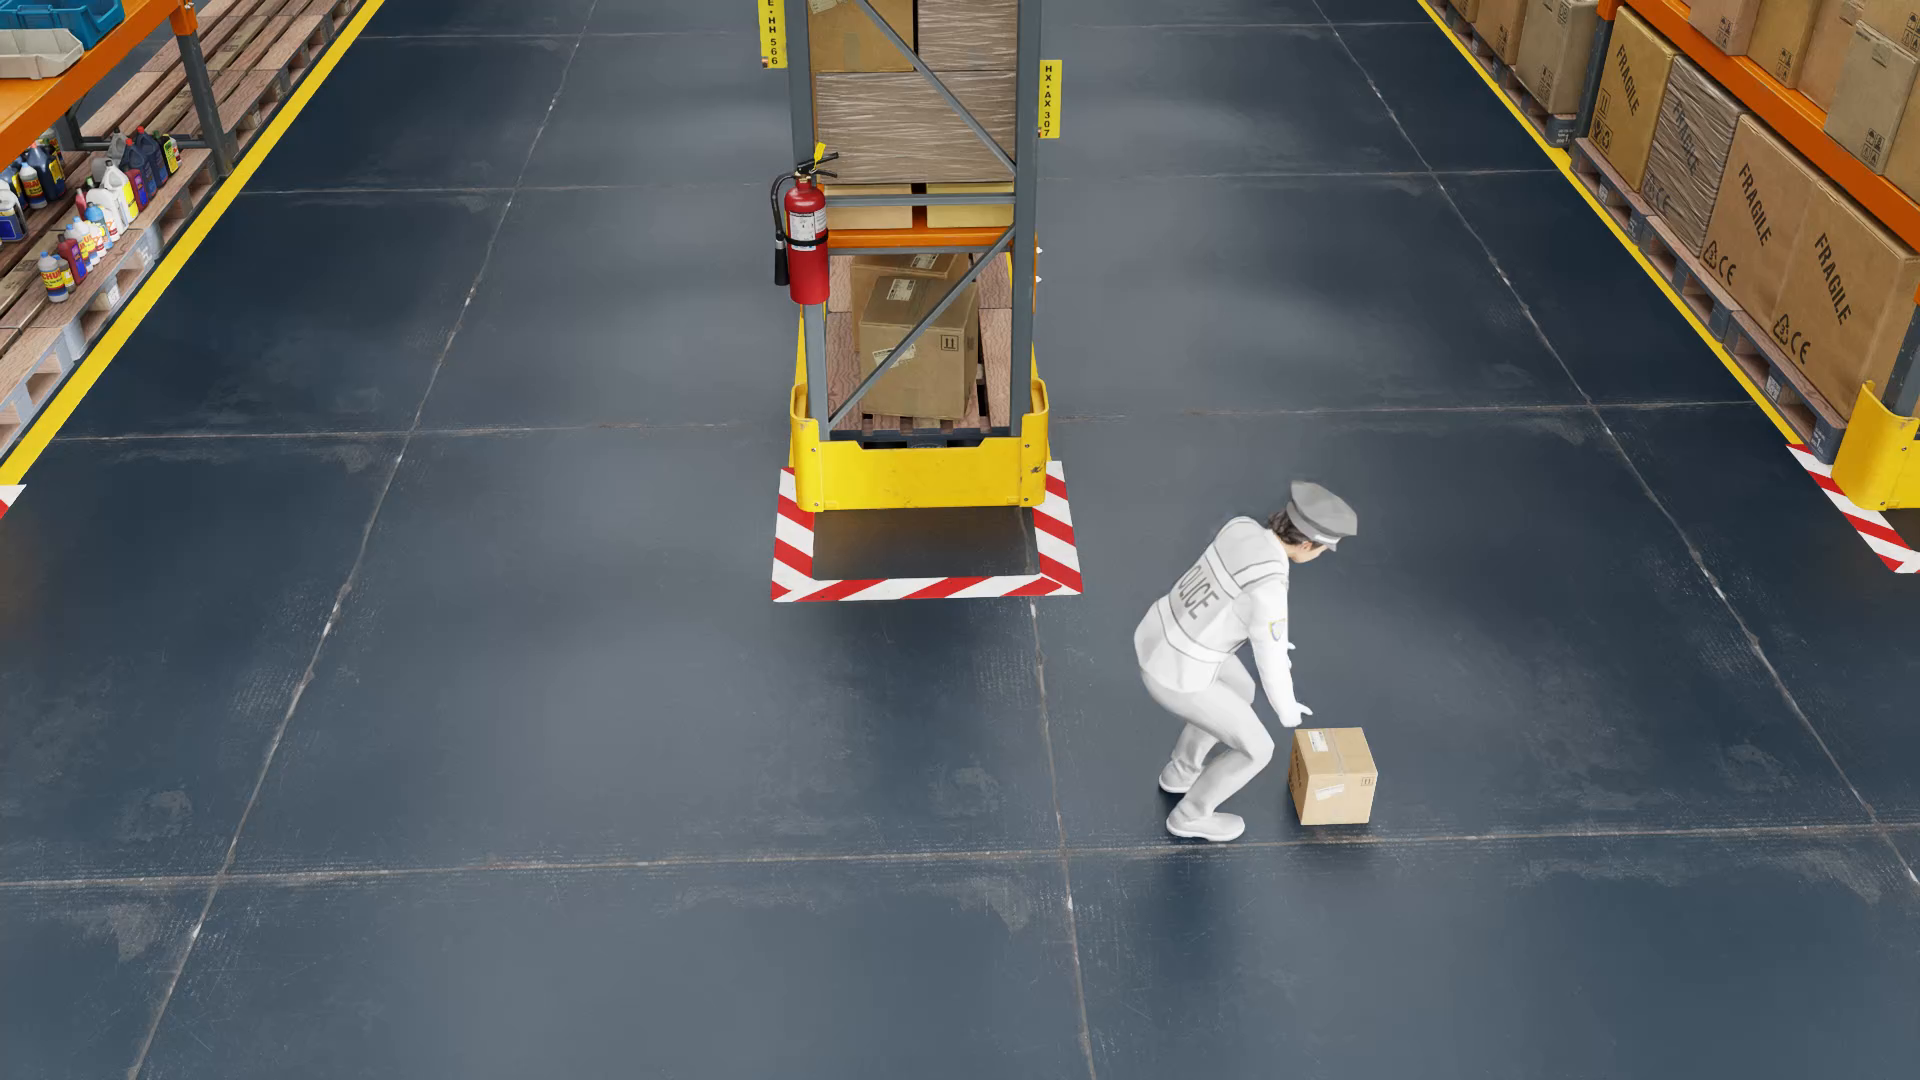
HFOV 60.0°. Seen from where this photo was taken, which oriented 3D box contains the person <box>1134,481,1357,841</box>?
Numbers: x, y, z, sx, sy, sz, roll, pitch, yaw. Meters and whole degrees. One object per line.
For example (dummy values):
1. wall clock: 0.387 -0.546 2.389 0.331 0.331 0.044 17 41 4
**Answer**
1. person: 0.960 0.412 5.823 0.709 1.375 0.535 -1 35 -2
